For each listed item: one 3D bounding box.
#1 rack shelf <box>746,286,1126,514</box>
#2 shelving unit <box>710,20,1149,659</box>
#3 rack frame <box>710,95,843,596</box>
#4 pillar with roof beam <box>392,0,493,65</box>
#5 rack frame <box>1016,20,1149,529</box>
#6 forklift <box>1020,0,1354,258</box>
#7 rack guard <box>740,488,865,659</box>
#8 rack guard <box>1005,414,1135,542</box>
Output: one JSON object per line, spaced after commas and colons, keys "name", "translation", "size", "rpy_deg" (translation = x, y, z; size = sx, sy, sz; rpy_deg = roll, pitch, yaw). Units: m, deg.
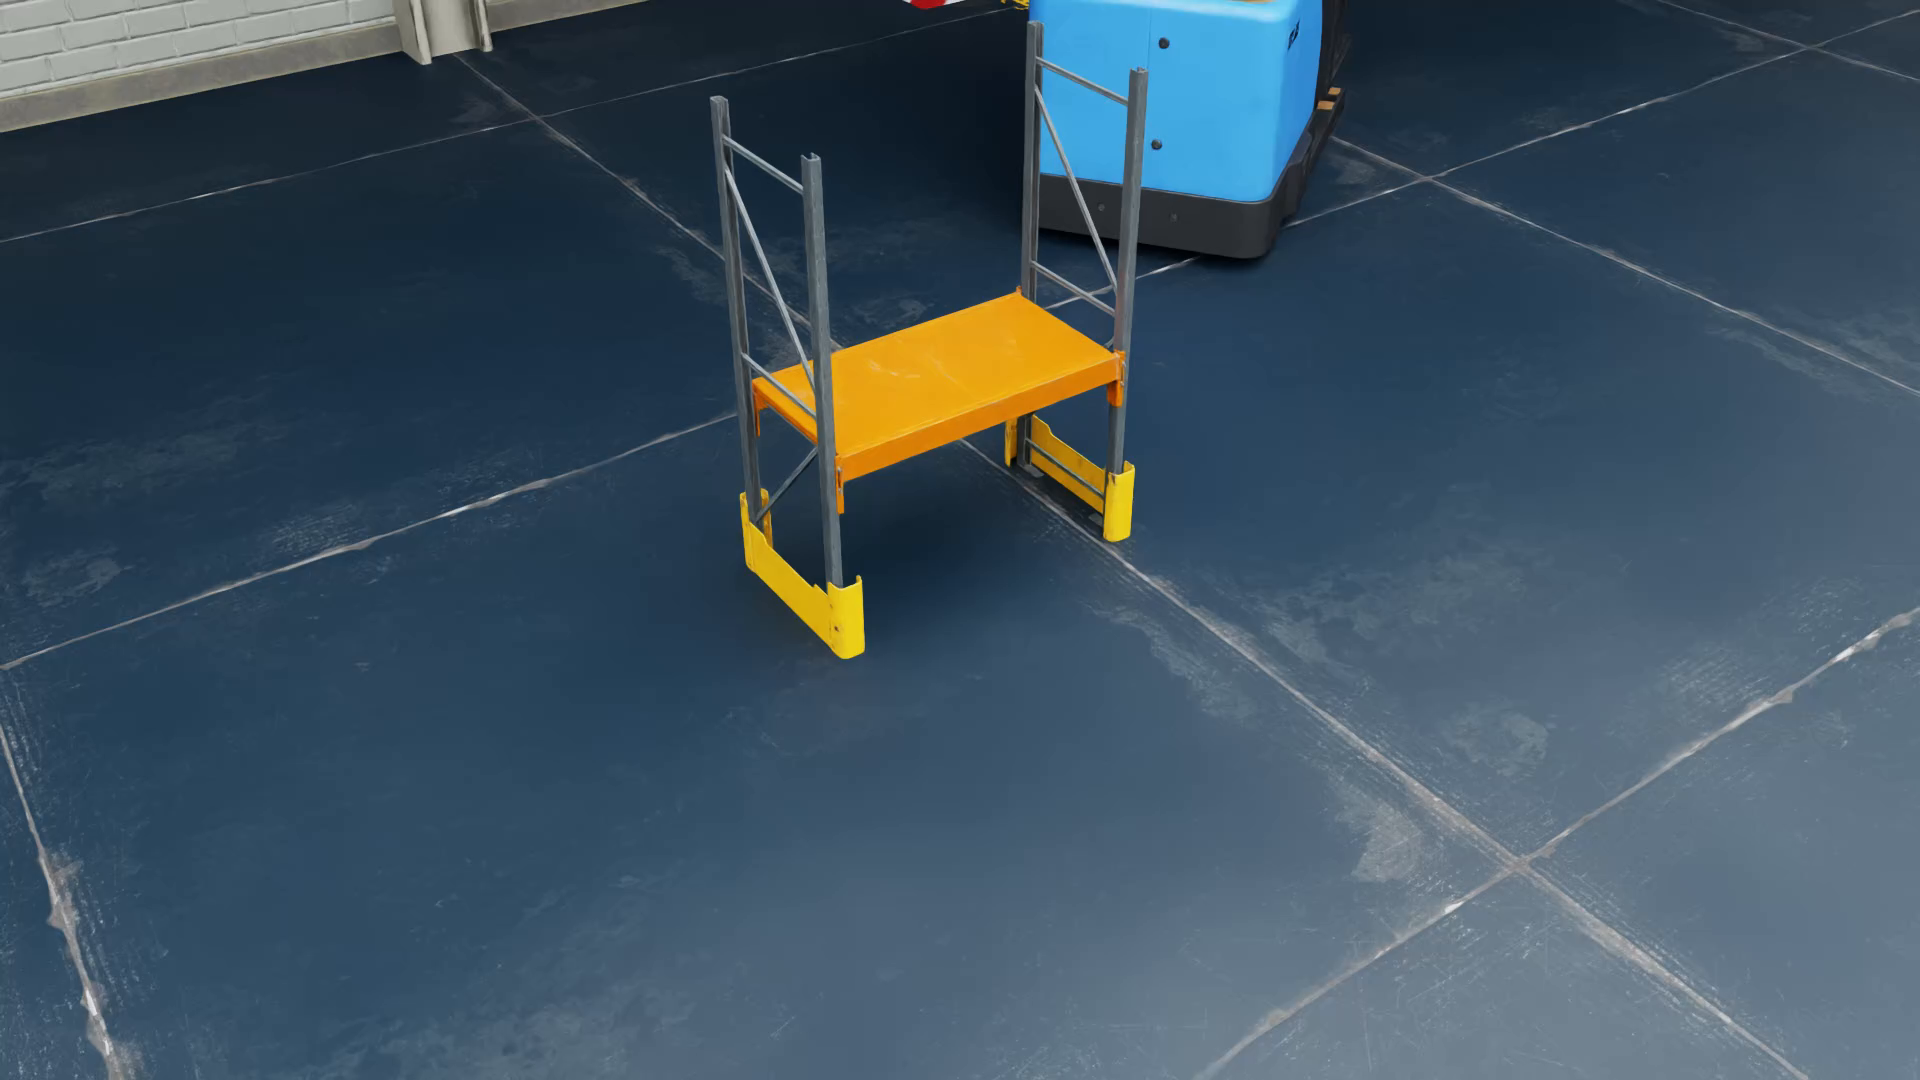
{"name": "rack shelf", "translation": [-0.070, -0.434, 4.877], "size": [1.000, 0.185, 0.538], "rpy_deg": [-22, 41, -28]}
{"name": "shelving unit", "translation": [-0.062, -0.583, 4.776], "size": [1.083, 1.500, 0.587], "rpy_deg": [-22, 41, -28]}
{"name": "rack frame", "translation": [-0.485, -0.409, 4.534], "size": [0.032, 1.500, 0.500], "rpy_deg": [-22, 41, -28]}
{"name": "pillar with roof beam", "translation": [-0.264, -4.225, 3.417], "size": [0.400, 9.000, 9.100], "rpy_deg": [-22, 41, -28]}
{"name": "rack frame", "translation": [0.346, -0.751, 5.010], "size": [0.032, 1.500, 0.500], "rpy_deg": [-22, 41, -28]}
{"name": "forklift", "translation": [1.234, -3.184, 7.166], "size": [1.130, 2.935, 3.031], "rpy_deg": [12, 37, 16]}
{"name": "rack guard", "translation": [-0.469, 0.092, 4.908], "size": [0.087, 0.250, 0.587], "rpy_deg": [-22, 41, -28]}
{"name": "rack guard", "translation": [0.345, -0.243, 5.374], "size": [0.087, 0.250, 0.587], "rpy_deg": [-22, 41, -28]}
